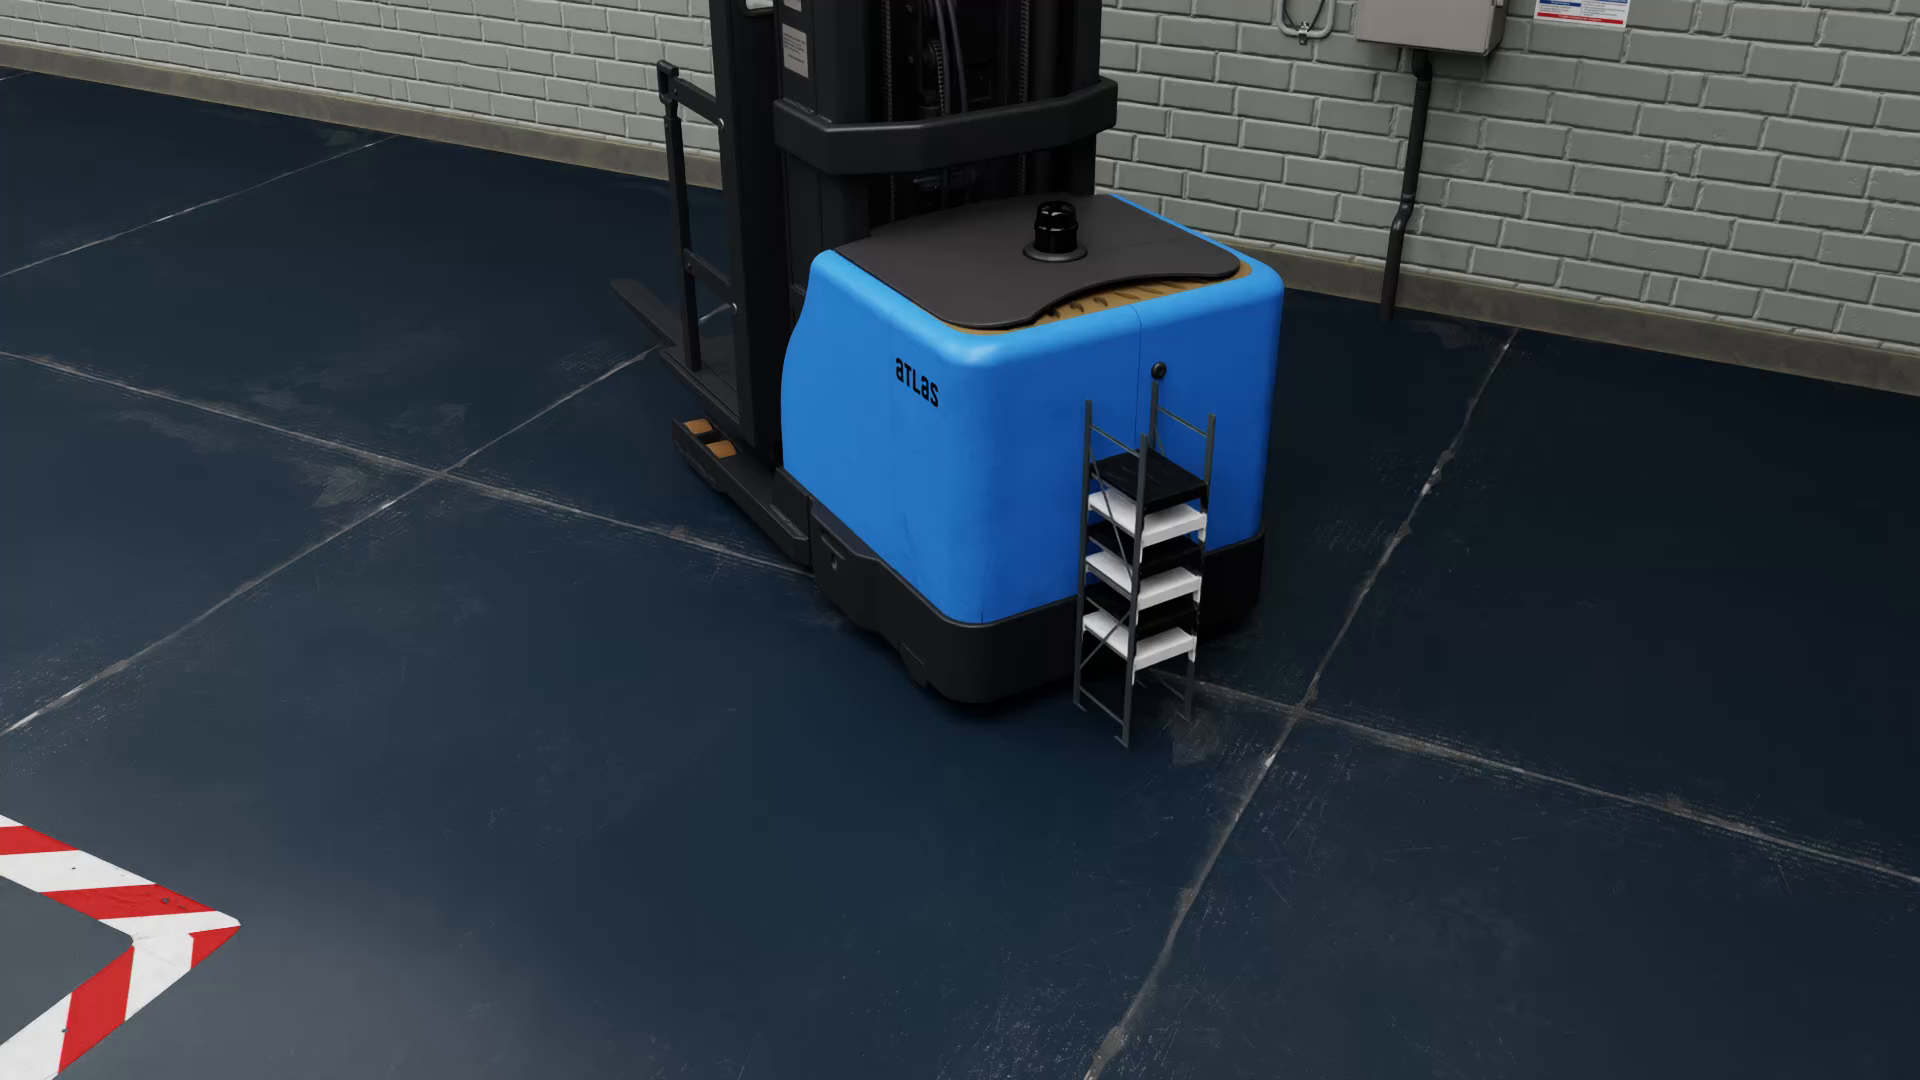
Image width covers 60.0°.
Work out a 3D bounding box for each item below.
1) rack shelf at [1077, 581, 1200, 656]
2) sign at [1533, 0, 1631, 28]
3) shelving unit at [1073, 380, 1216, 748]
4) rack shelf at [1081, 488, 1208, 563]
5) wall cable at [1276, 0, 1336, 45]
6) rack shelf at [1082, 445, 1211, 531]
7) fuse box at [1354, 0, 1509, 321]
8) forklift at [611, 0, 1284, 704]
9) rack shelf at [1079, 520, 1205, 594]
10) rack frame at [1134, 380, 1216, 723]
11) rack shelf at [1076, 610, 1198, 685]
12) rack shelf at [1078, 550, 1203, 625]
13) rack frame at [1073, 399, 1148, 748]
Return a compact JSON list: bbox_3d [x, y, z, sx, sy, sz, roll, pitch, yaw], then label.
[{"bbox_3d":[0.457,0.178,4.284,0.200,0.077,0.258,-17,34,-27],"label":"rack shelf"},{"bbox_3d":[2.294,-2.130,6.043,0.329,0.494,0.001,14,33,23],"label":"sign"},{"bbox_3d":[0.457,0.071,4.222,0.210,0.900,0.258,-17,34,-27],"label":"shelving unit"},{"bbox_3d":[0.457,-0.056,4.149,0.200,0.077,0.258,-17,34,-27],"label":"rack shelf"},{"bbox_3d":[1.225,-2.857,6.192,0.588,1.984,0.122,14,33,23],"label":"wall cable"},{"bbox_3d":[0.457,-0.134,4.104,0.200,0.077,0.258,-17,34,-27],"label":"rack shelf"},{"bbox_3d":[1.760,-1.633,6.375,0.539,1.711,0.414,14,33,23],"label":"fuse box"},{"bbox_3d":[-0.322,-1.541,4.990,1.130,2.935,3.031,-17,34,-26],"label":"forklift"},{"bbox_3d":[0.457,0.022,4.194,0.200,0.077,0.258,-17,34,-27],"label":"rack shelf"},{"bbox_3d":[0.544,0.044,4.269,0.006,0.900,0.240,-17,34,-27],"label":"rack frame"},{"bbox_3d":[0.457,0.256,4.328,0.200,0.077,0.258,-17,34,-27],"label":"rack shelf"},{"bbox_3d":[0.457,0.100,4.239,0.200,0.077,0.258,-17,34,-27],"label":"rack shelf"},{"bbox_3d":[0.371,0.098,4.175,0.006,0.900,0.240,-17,34,-27],"label":"rack frame"}]
